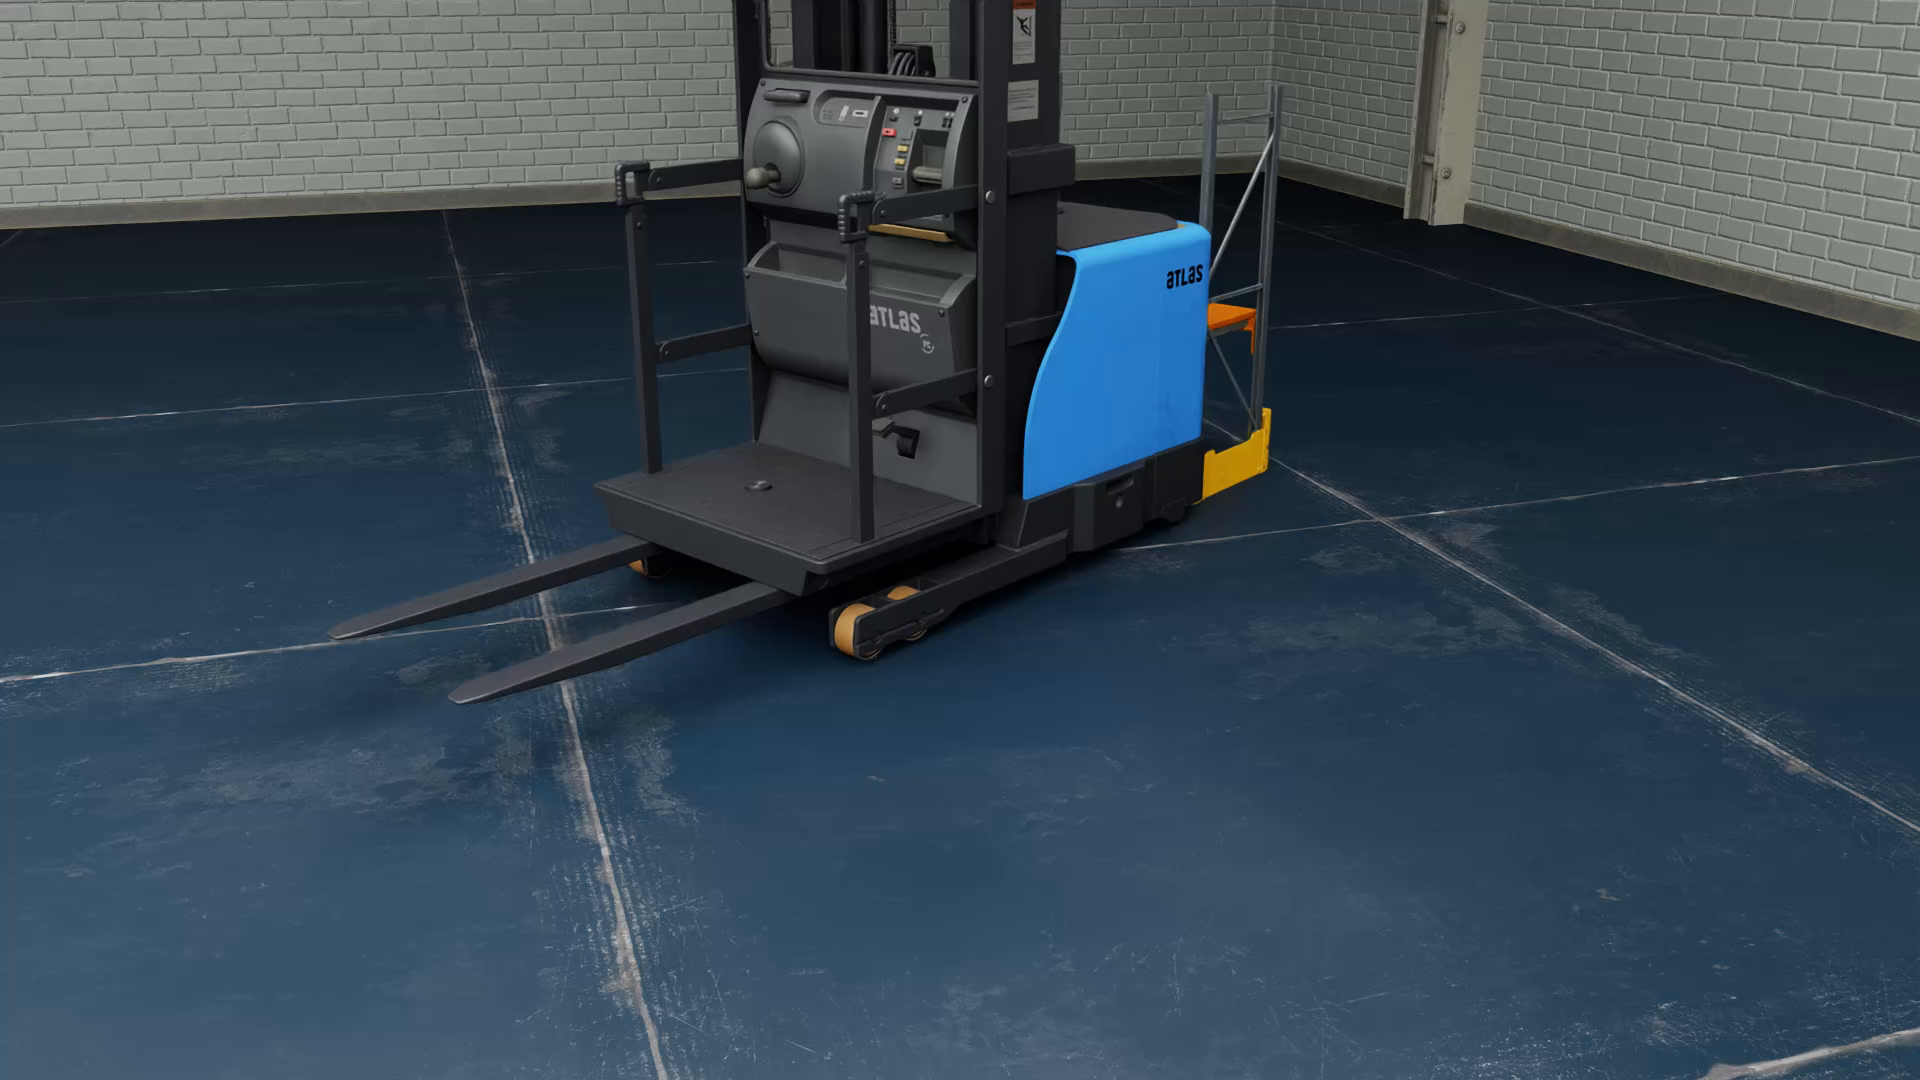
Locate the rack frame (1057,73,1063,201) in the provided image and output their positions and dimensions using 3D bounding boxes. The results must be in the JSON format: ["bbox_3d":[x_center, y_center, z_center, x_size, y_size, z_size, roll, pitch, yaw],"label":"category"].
[{"bbox_3d":[0.248,-1.143,6.879,0.032,1.500,0.500,16,25,37],"label":"rack frame"}]

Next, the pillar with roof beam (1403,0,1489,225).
[{"bbox_3d":[-0.457,-6.223,9.929,9.100,9.000,0.400,-6,21,-17],"label":"pillar with roof beam"}]

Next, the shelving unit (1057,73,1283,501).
[{"bbox_3d":[0.647,-1.032,6.569,1.083,1.500,0.587,16,25,37],"label":"shelving unit"}]

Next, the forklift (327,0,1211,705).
[{"bbox_3d":[-0.469,-1.217,4.970,1.130,2.935,3.031,17,26,39],"label":"forklift"}]

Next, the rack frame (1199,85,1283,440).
[{"bbox_3d":[1.032,-0.924,6.269,0.032,1.500,0.500,16,25,37],"label":"rack frame"}]

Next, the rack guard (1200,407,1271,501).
[{"bbox_3d":[1.030,-0.336,6.480,0.087,0.250,0.587,16,25,37],"label":"rack guard"}]

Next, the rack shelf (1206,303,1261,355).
[{"bbox_3d":[0.640,-0.864,6.635,1.000,0.185,0.538,16,25,37],"label":"rack shelf"}]
